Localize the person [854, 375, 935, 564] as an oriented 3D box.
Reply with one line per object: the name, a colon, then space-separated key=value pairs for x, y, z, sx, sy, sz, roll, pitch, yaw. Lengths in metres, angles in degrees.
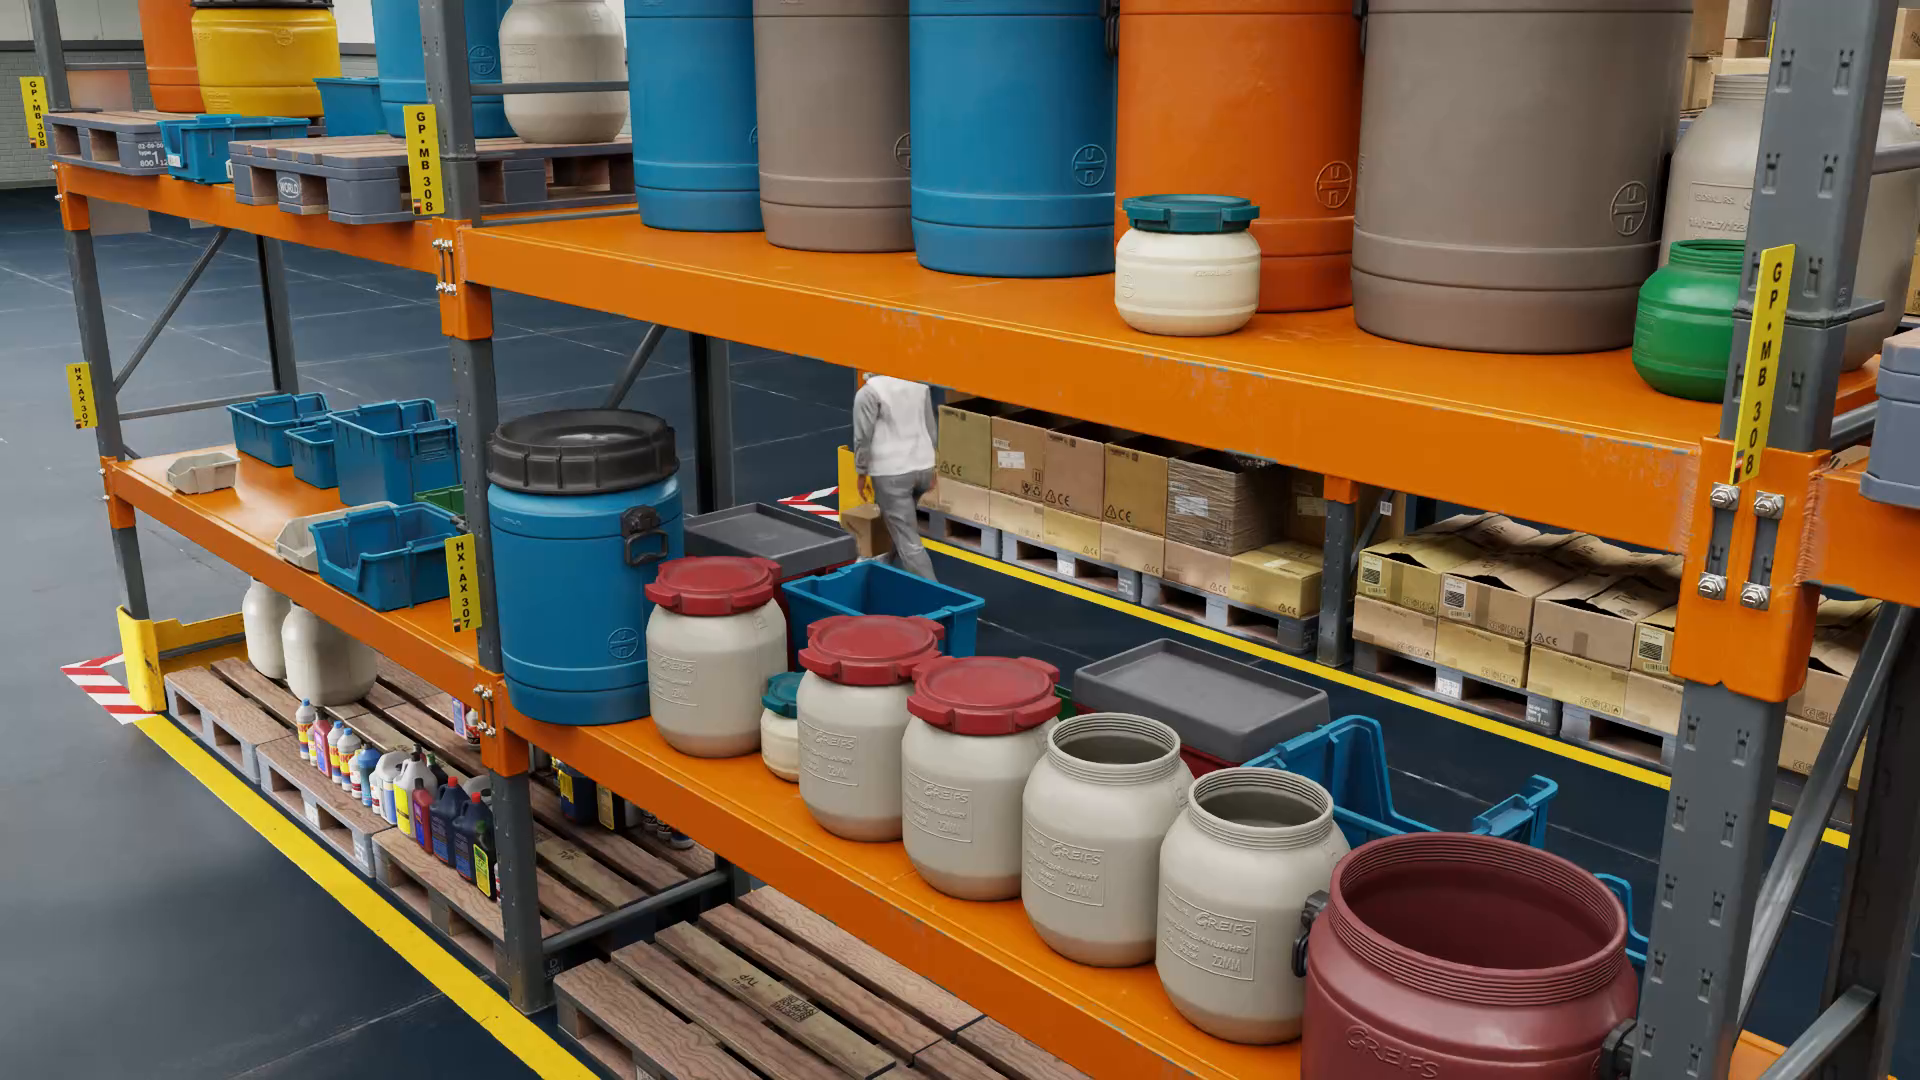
person: x=-0.433 y=-0.450 z=9.964 sx=0.448 sy=1.714 sz=1.015 roll=-16 pitch=23 yaw=-42
